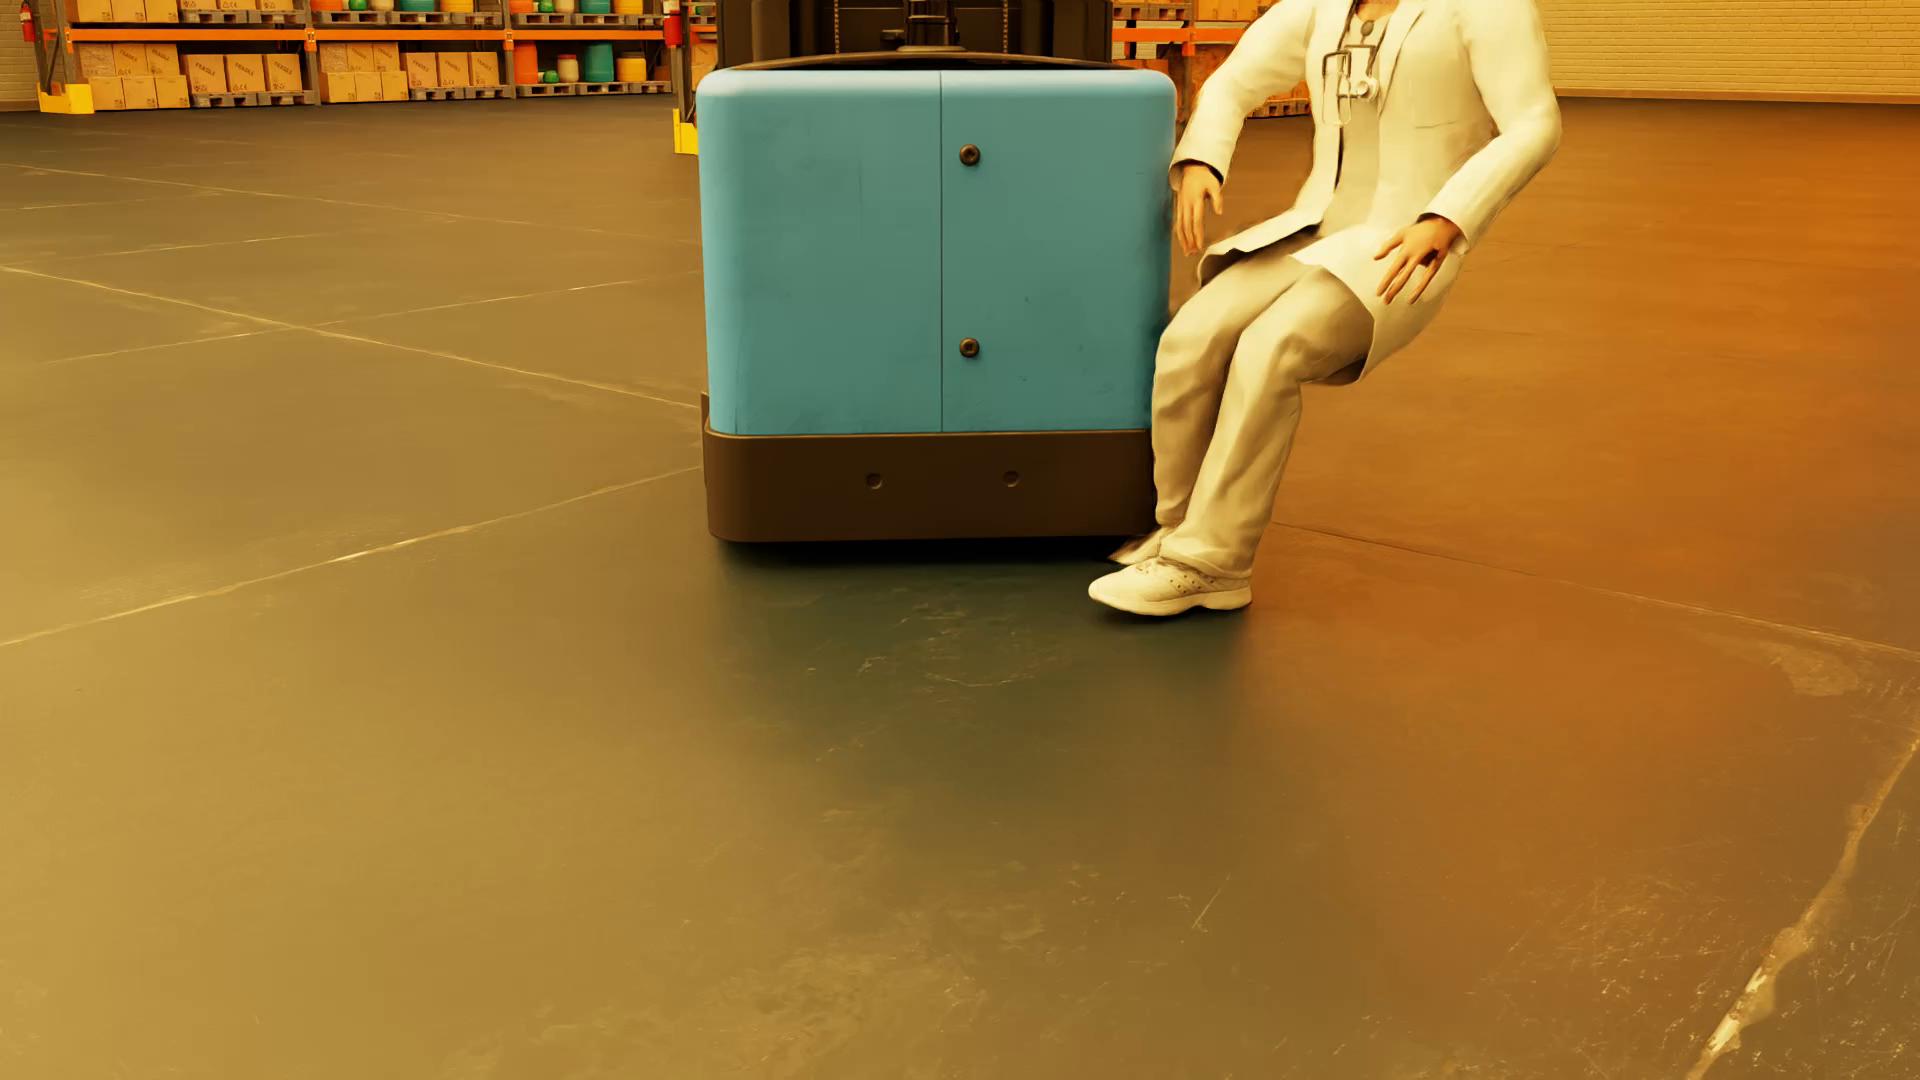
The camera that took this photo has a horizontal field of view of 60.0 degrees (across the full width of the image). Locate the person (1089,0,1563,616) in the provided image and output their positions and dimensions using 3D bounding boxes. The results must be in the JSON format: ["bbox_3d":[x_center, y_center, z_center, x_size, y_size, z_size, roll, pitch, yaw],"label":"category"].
[{"bbox_3d":[0.684,-0.589,3.405,0.836,1.573,0.923,16,23,42],"label":"person"}]

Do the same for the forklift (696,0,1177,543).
[{"bbox_3d":[-0.142,-1.774,4.740,1.130,2.935,3.031,-1,17,-4],"label":"forklift"}]
